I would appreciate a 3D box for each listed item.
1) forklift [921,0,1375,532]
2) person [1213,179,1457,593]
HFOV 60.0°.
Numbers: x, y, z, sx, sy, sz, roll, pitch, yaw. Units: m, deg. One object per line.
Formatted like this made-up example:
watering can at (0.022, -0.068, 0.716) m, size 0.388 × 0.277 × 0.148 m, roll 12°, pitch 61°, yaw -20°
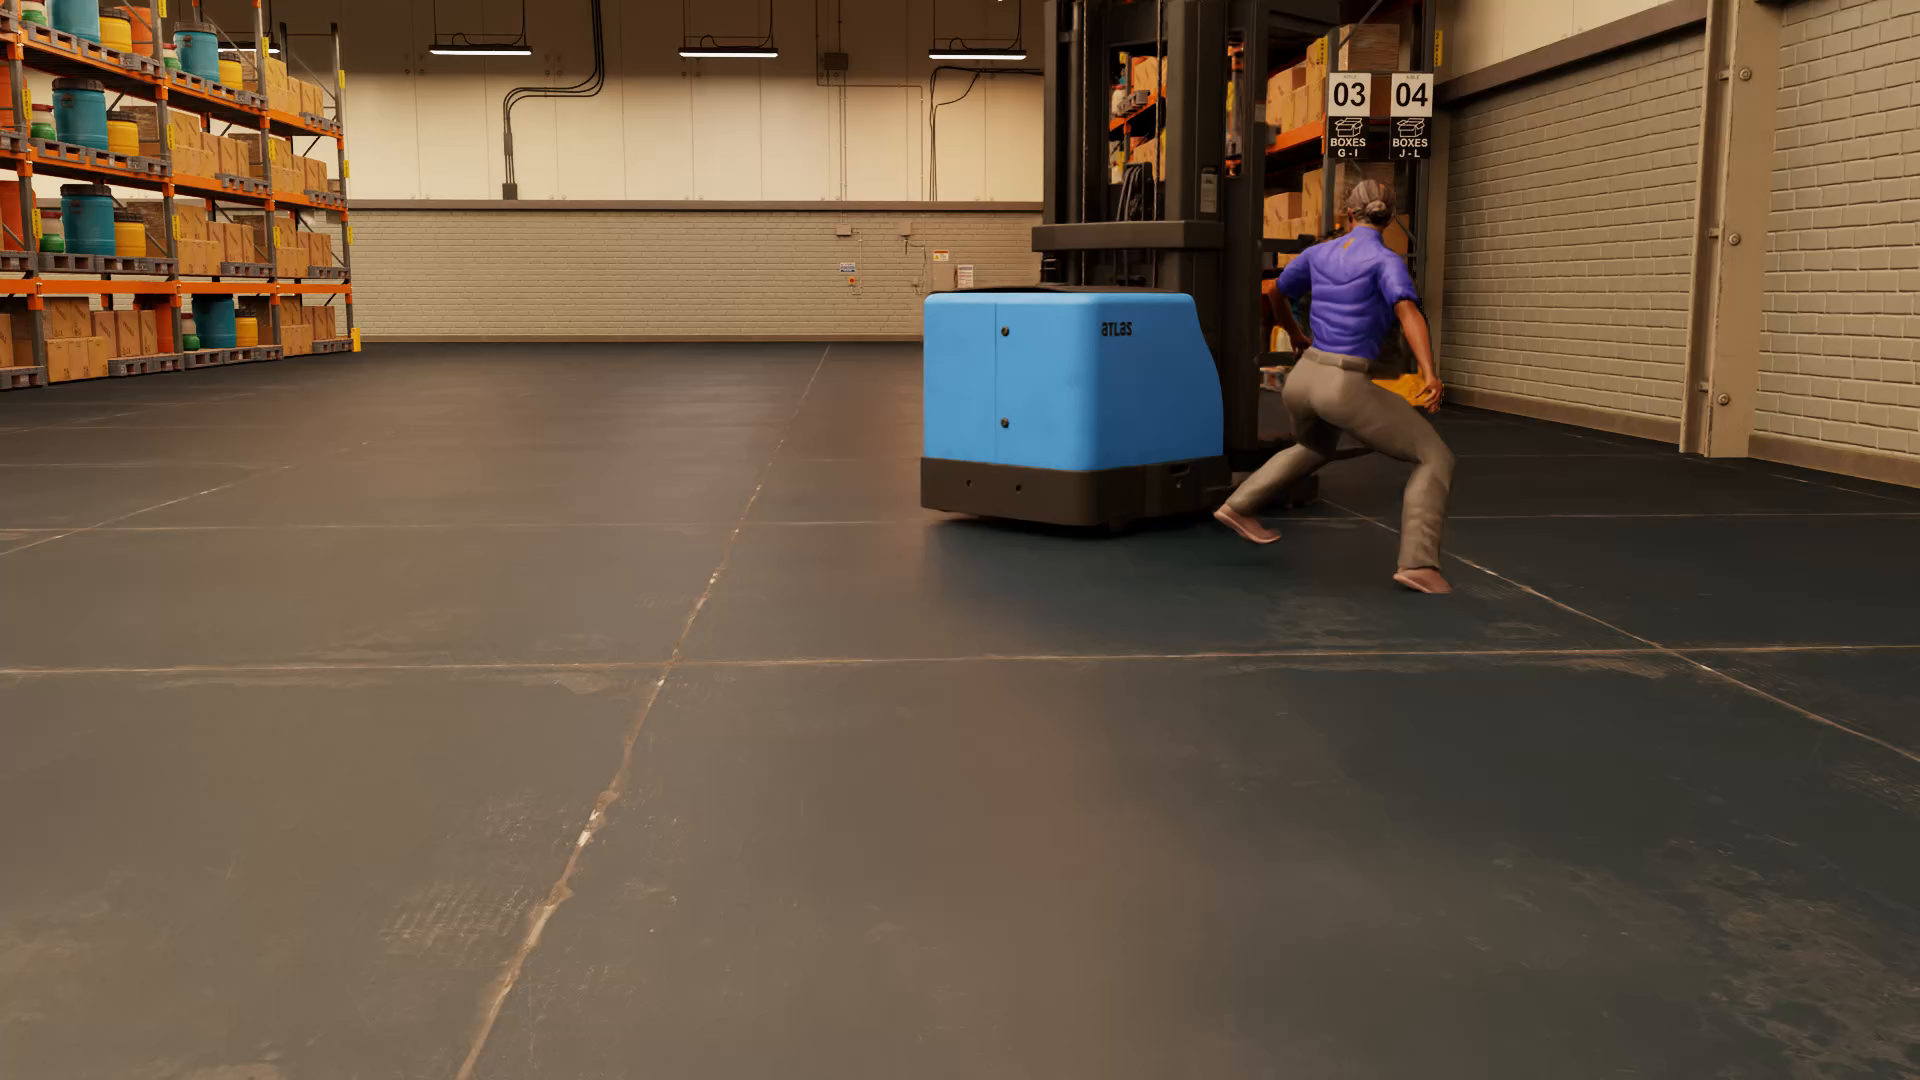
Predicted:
forklift at (1.189, -1.647, 8.420) m, size 1.130 × 2.935 × 3.031 m, roll 8°, pitch 12°, yaw 43°
person at (1.472, -0.554, 6.200) m, size 0.500 × 1.563 × 1.112 m, roll -4°, pitch 9°, yaw -27°
